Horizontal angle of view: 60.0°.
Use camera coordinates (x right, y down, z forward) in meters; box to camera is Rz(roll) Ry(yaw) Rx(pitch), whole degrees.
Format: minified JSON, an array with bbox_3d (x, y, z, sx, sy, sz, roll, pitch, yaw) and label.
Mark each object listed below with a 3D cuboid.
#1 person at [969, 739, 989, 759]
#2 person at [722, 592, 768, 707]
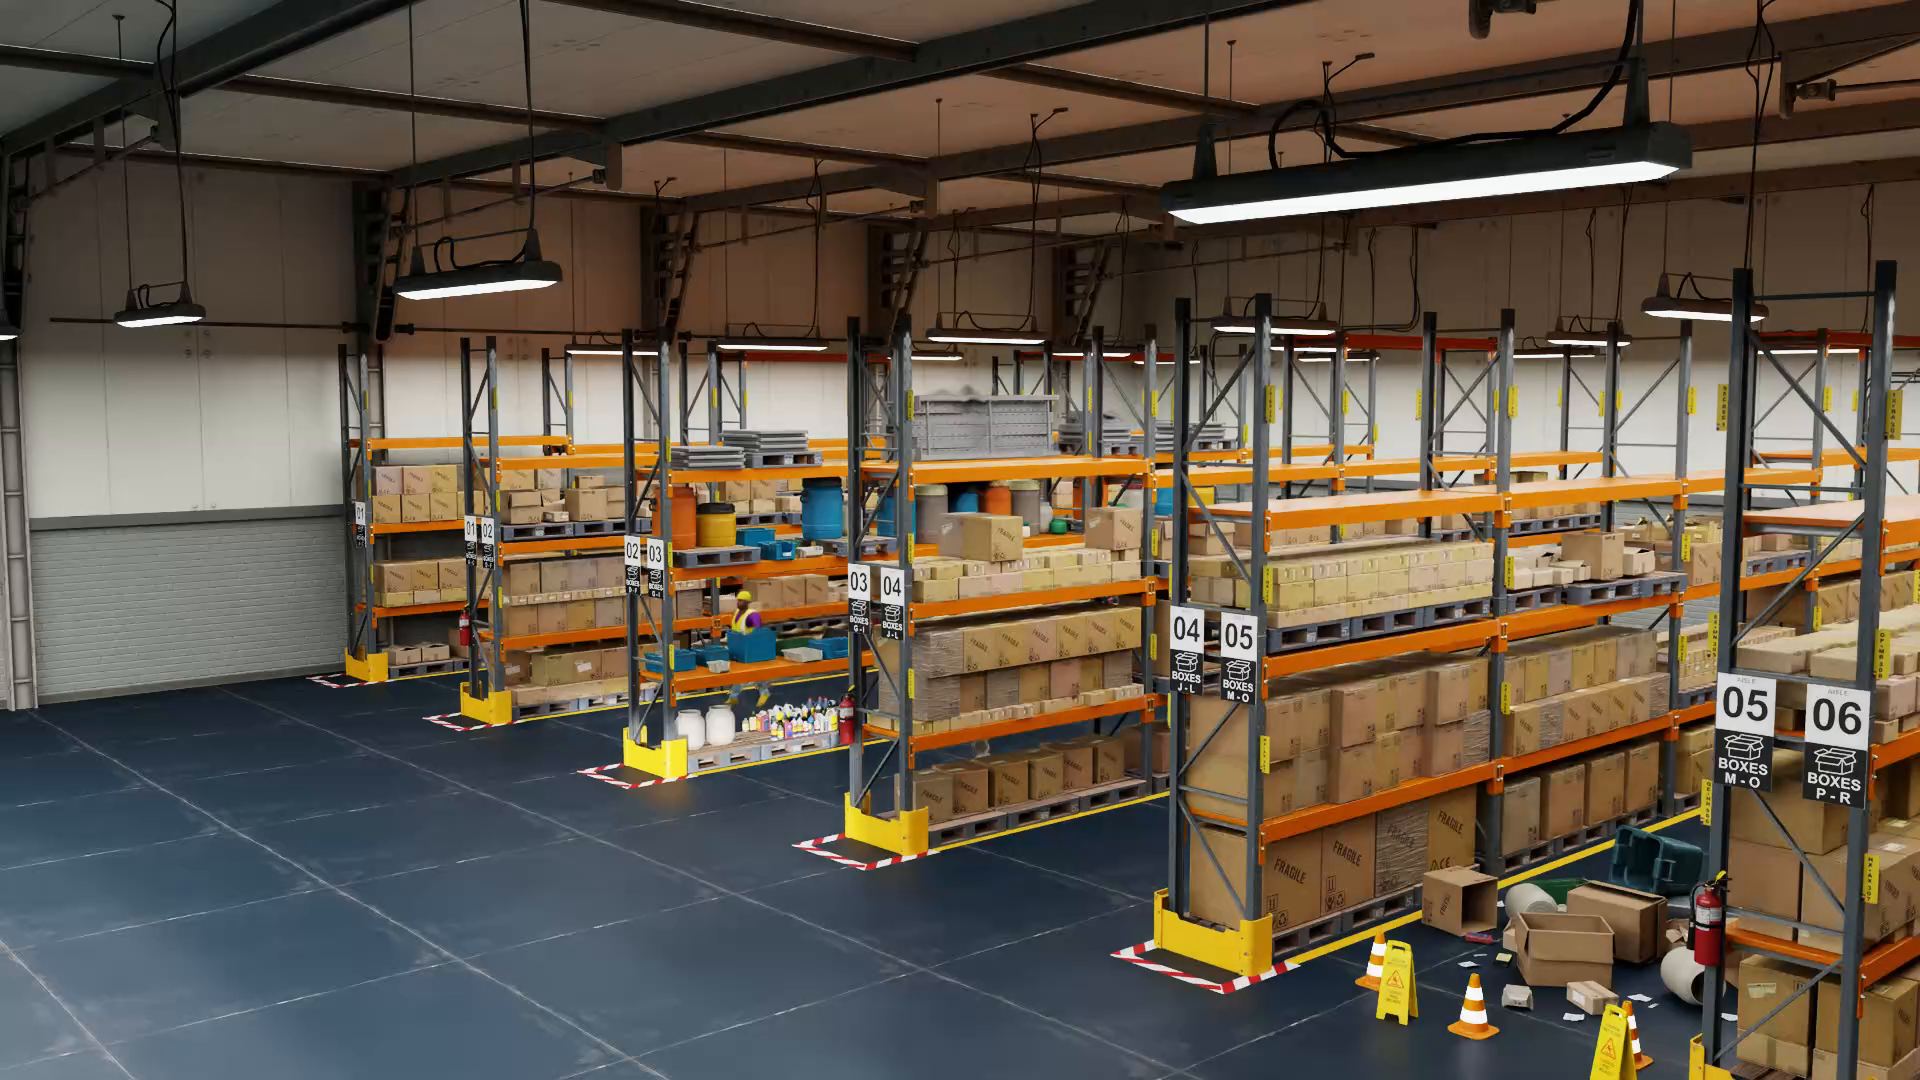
[{"bbox_3d":[0.160,2.120,21.716,0.533,1.706,0.660,5,7,44],"label":"person"},{"bbox_3d":[-3.360,1.702,25.714,0.723,1.808,0.809,5,7,44],"label":"person"}]
